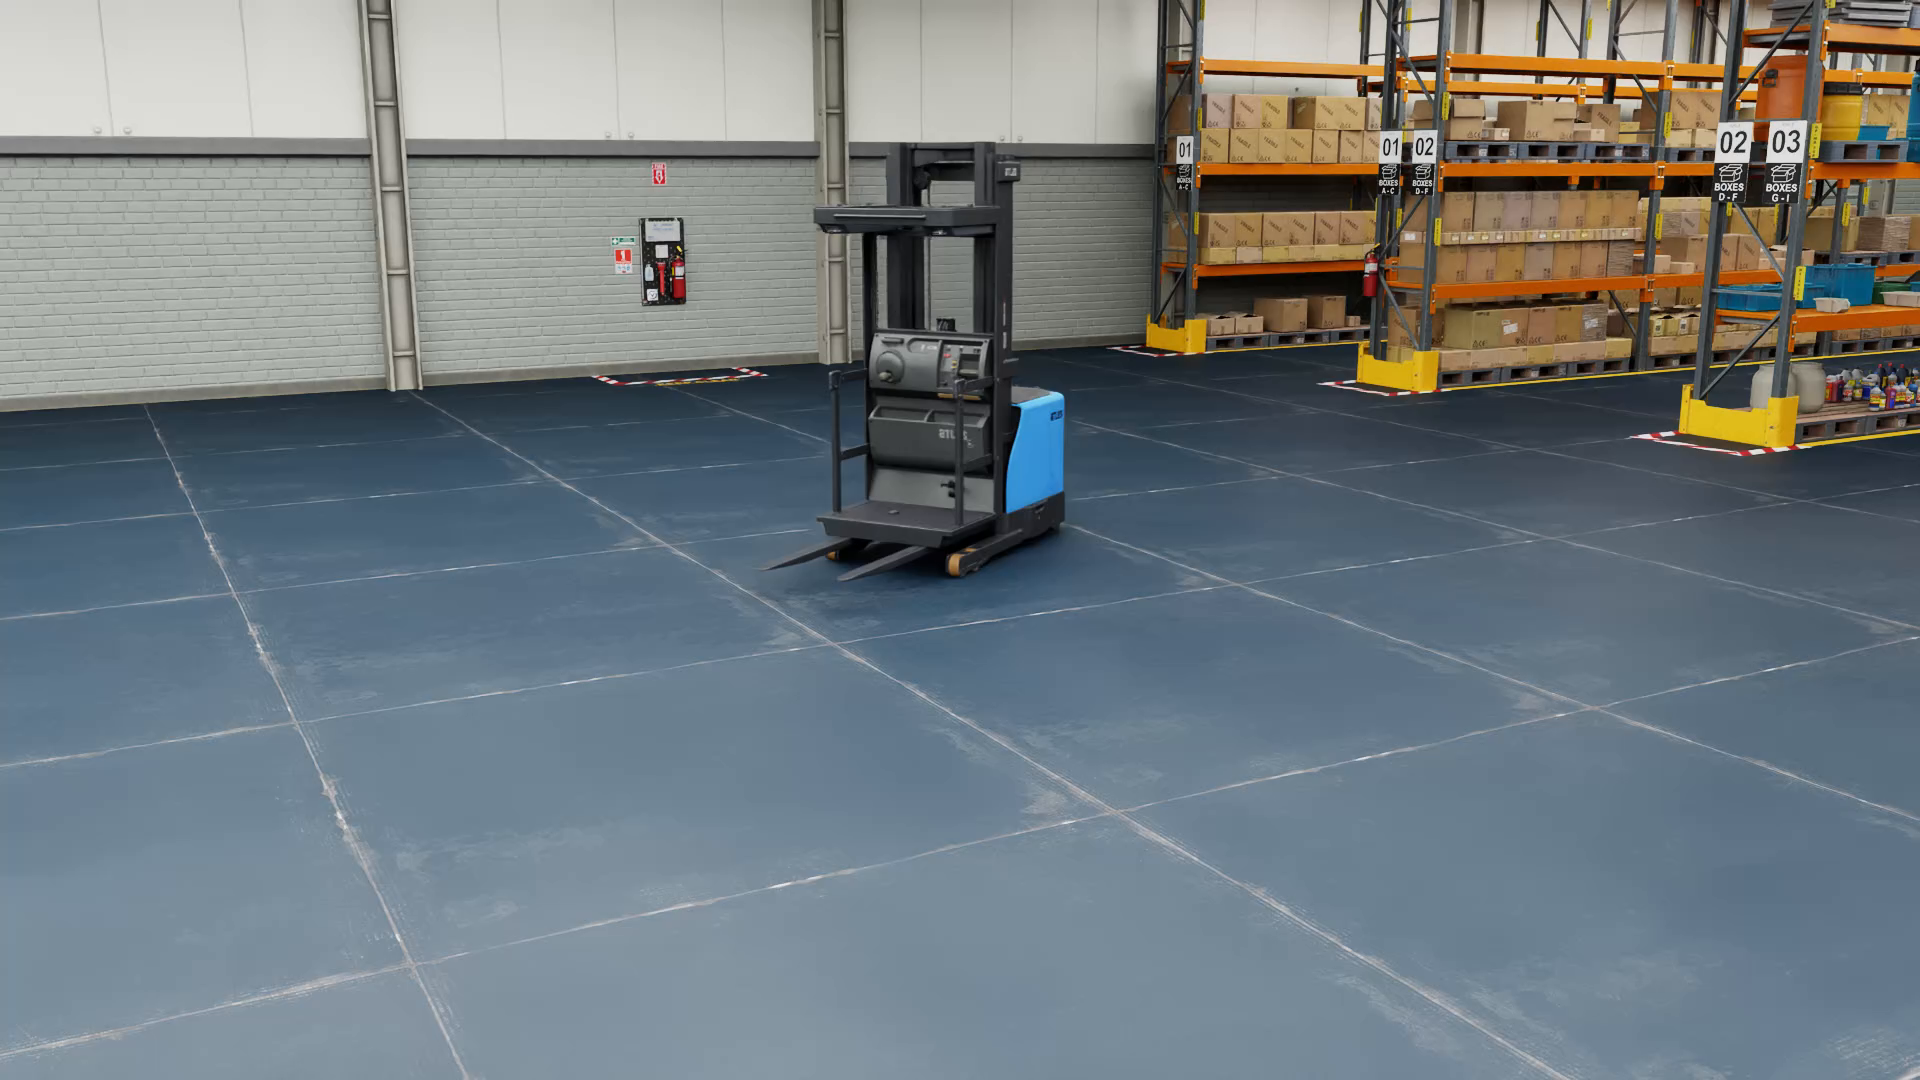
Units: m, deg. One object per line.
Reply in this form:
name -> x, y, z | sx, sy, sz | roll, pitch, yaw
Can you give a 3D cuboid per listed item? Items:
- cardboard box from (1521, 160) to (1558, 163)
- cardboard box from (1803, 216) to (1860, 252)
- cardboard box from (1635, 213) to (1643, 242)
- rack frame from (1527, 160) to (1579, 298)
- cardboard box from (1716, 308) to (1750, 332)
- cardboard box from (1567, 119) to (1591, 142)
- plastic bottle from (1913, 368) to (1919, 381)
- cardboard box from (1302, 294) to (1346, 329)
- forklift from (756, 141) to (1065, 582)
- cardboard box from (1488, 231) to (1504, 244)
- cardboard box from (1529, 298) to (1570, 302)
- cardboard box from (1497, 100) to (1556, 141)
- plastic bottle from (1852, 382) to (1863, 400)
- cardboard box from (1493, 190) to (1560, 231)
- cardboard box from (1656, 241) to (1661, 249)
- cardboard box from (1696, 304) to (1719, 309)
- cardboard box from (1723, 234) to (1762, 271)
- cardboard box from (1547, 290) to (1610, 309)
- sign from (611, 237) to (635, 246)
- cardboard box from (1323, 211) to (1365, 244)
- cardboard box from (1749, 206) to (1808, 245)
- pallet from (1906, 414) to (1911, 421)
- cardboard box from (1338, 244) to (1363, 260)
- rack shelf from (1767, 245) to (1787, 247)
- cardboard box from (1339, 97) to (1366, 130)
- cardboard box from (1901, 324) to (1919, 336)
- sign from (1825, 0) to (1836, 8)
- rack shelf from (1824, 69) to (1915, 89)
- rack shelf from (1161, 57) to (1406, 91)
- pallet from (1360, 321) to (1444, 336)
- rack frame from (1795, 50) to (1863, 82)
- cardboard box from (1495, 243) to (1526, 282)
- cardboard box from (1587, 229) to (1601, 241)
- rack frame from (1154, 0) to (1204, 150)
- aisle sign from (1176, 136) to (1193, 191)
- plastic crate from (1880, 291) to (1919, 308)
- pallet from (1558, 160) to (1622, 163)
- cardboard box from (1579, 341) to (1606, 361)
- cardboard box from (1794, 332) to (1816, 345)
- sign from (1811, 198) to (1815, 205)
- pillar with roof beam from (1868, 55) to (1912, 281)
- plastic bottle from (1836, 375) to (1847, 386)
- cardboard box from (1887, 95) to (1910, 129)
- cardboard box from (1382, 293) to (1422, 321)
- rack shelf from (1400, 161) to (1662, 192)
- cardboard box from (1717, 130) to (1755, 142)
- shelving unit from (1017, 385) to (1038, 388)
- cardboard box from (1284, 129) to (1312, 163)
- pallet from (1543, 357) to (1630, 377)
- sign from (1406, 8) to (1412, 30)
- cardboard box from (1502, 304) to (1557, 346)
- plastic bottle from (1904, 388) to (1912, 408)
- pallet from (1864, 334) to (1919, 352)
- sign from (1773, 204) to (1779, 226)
cardboard box -> 9.786, -6.554, 28.225 | 0.500, 0.311, 0.500 | -7, 14, -28
cardboard box -> 13.164, -4.639, 25.208 | 0.700, 0.500, 0.500 | 11, 17, 41
cardboard box -> 11.738, -5.563, 29.545 | 0.500, 0.500, 0.500 | -7, 14, -28
rack frame -> 10.289, -5.252, 29.115 | 0.127, 3.000, 1.000 | -7, 14, -28
cardboard box -> 10.985, -3.171, 23.898 | 0.500, 0.311, 0.500 | -6, 14, -26
cardboard box -> 8.112, -5.511, 22.361 | 0.500, 0.311, 0.500 | -8, 15, -31
plastic bottle -> 11.035, -1.857, 19.239 | 0.097, 0.271, 0.097 | 0, 13, 0
cardboard box -> 5.886, -3.709, 26.951 | 0.500, 0.500, 0.500 | -8, 15, -32
forklift -> -0.318, -1.284, 11.637 | 1.130, 2.935, 3.031 | 7, 14, 27
cardboard box -> 6.764, -3.902, 21.409 | 0.250, 0.149, 0.380 | -7, 14, -29
cardboard box -> 8.162, -3.064, 22.989 | 0.500, 0.500, 0.500 | -7, 14, -28
cardboard box -> 7.232, -5.364, 21.275 | 0.500, 0.500, 0.500 | -7, 14, -28
plastic bottle -> 10.012, -1.664, 18.541 | 0.097, 0.201, 0.097 | 0, 13, 0
cardboard box -> 7.447, -4.352, 21.934 | 0.500, 0.500, 0.700 | -7, 14, -28
cardboard box -> 12.502, -5.345, 30.053 | 0.250, 0.149, 0.380 | -7, 15, -29
cardboard box -> 11.159, -3.326, 24.586 | 0.500, 0.311, 0.500 | -7, 15, -29
cardboard box -> 11.201, -4.167, 24.065 | 0.500, 0.500, 0.500 | -8, 15, -31
cardboard box -> 10.997, -4.460, 29.536 | 0.750, 0.750, 0.750 | -7, 14, -29
sign -> -4.513, -4.003, 22.278 | 0.331, 0.109, 0.001 | -7, 14, -28
cardboard box -> 6.076, -4.971, 26.453 | 0.500, 0.500, 0.500 | -7, 14, -28
cardboard box -> 15.561, -6.027, 31.876 | 0.700, 0.700, 0.980 | -8, 15, -31
pallet -> 10.915, -1.499, 18.789 | 1.213, 0.211, 1.003 | -7, 14, -28
cardboard box -> 6.066, -4.609, 26.552 | 0.500, 0.250, 0.500 | -7, 14, -28
rack shelf -> 15.555, -5.532, 31.998 | 4.000, 0.370, 1.077 | -7, 14, -28
cardboard box -> 5.989, -6.676, 26.059 | 0.500, 0.500, 0.500 | -6, 14, -25
cardboard box -> 14.557, -3.450, 25.797 | 0.500, 0.500, 0.500 | -7, 15, -30
sign -> 8.273, -5.220, 15.782 | 0.005, 0.325, 0.100 | -7, 14, -28
rack shelf -> 14.421, -6.889, 25.273 | 4.000, 0.370, 1.077 | -7, 14, -28
rack shelf -> 5.022, -7.195, 25.730 | 4.000, 0.370, 1.077 | -7, 14, -28
pallet -> 7.460, -3.553, 27.916 | 1.213, 0.211, 1.003 | -7, 14, -28
rack frame -> 12.665, -7.225, 24.216 | 0.127, 3.000, 1.000 | -7, 14, -28
cardboard box -> 6.957, -3.659, 21.808 | 0.500, 0.500, 0.700 | -7, 14, -27
cardboard box -> 8.342, -4.091, 22.250 | 0.250, 0.149, 0.380 | -7, 14, -28
rack frame -> 3.267, -7.337, 24.716 | 0.127, 3.000, 1.000 | -7, 14, -28
aisle sign -> 3.347, -5.613, 24.799 | 0.004, 0.787, 0.394 | -7, 14, -28
plastic crate -> 10.221, -2.574, 17.814 | 0.437, 0.136, 0.530 | -7, 14, -28
pallet -> 10.828, -6.701, 29.152 | 1.003, 0.211, 1.213 | -6, 14, -25
cardboard box -> 8.409, -2.599, 22.631 | 0.500, 0.250, 0.500 | -7, 14, -28
cardboard box -> 12.321, -3.059, 24.675 | 0.500, 0.250, 0.500 | -6, 14, -27
sign -> 17.050, -6.662, 33.228 | 0.005, 0.325, 0.100 | -7, 14, -28
pillar with roof beam -> 21.329, -8.642, 30.512 | 0.548, 9.000, 9.100 | -7, 14, -28
plastic bottle -> 9.772, -1.701, 18.535 | 0.135, 0.276, 0.152 | -7, 15, -29
cardboard box -> 13.947, -6.450, 25.100 | 0.500, 0.500, 0.500 | -7, 14, -28
cardboard box -> 7.416, -3.907, 27.829 | 0.500, 0.500, 0.700 | -6, 14, -26
rack shelf -> 7.399, -4.779, 21.819 | 4.000, 0.370, 1.077 | -7, 14, -28
cardboard box -> 10.862, -5.661, 23.487 | 0.500, 0.250, 0.500 | -8, 15, -33
shelving unit -> 0.454, -0.702, 13.305 | 0.215, 1.050, 0.252 | 9, 12, 33
cardboard box -> 5.082, -6.085, 25.710 | 0.500, 0.500, 0.500 | -6, 14, -24
pallet -> 8.436, -2.441, 22.975 | 1.213, 0.211, 1.003 | -7, 14, -28
sign -> 7.022, -8.146, 26.002 | 0.005, 0.325, 0.100 | -7, 14, -28
cardboard box -> 7.539, -2.856, 22.067 | 0.500, 0.500, 0.500 | -7, 14, -28
plastic bottle -> 10.230, -1.538, 17.984 | 0.097, 0.201, 0.097 | 0, 13, 0
pallet -> 14.408, -3.136, 26.064 | 1.213, 0.211, 1.003 | -7, 14, -28
sign -> 12.397, -4.928, 25.216 | 0.005, 0.325, 0.100 | -7, 14, -28
